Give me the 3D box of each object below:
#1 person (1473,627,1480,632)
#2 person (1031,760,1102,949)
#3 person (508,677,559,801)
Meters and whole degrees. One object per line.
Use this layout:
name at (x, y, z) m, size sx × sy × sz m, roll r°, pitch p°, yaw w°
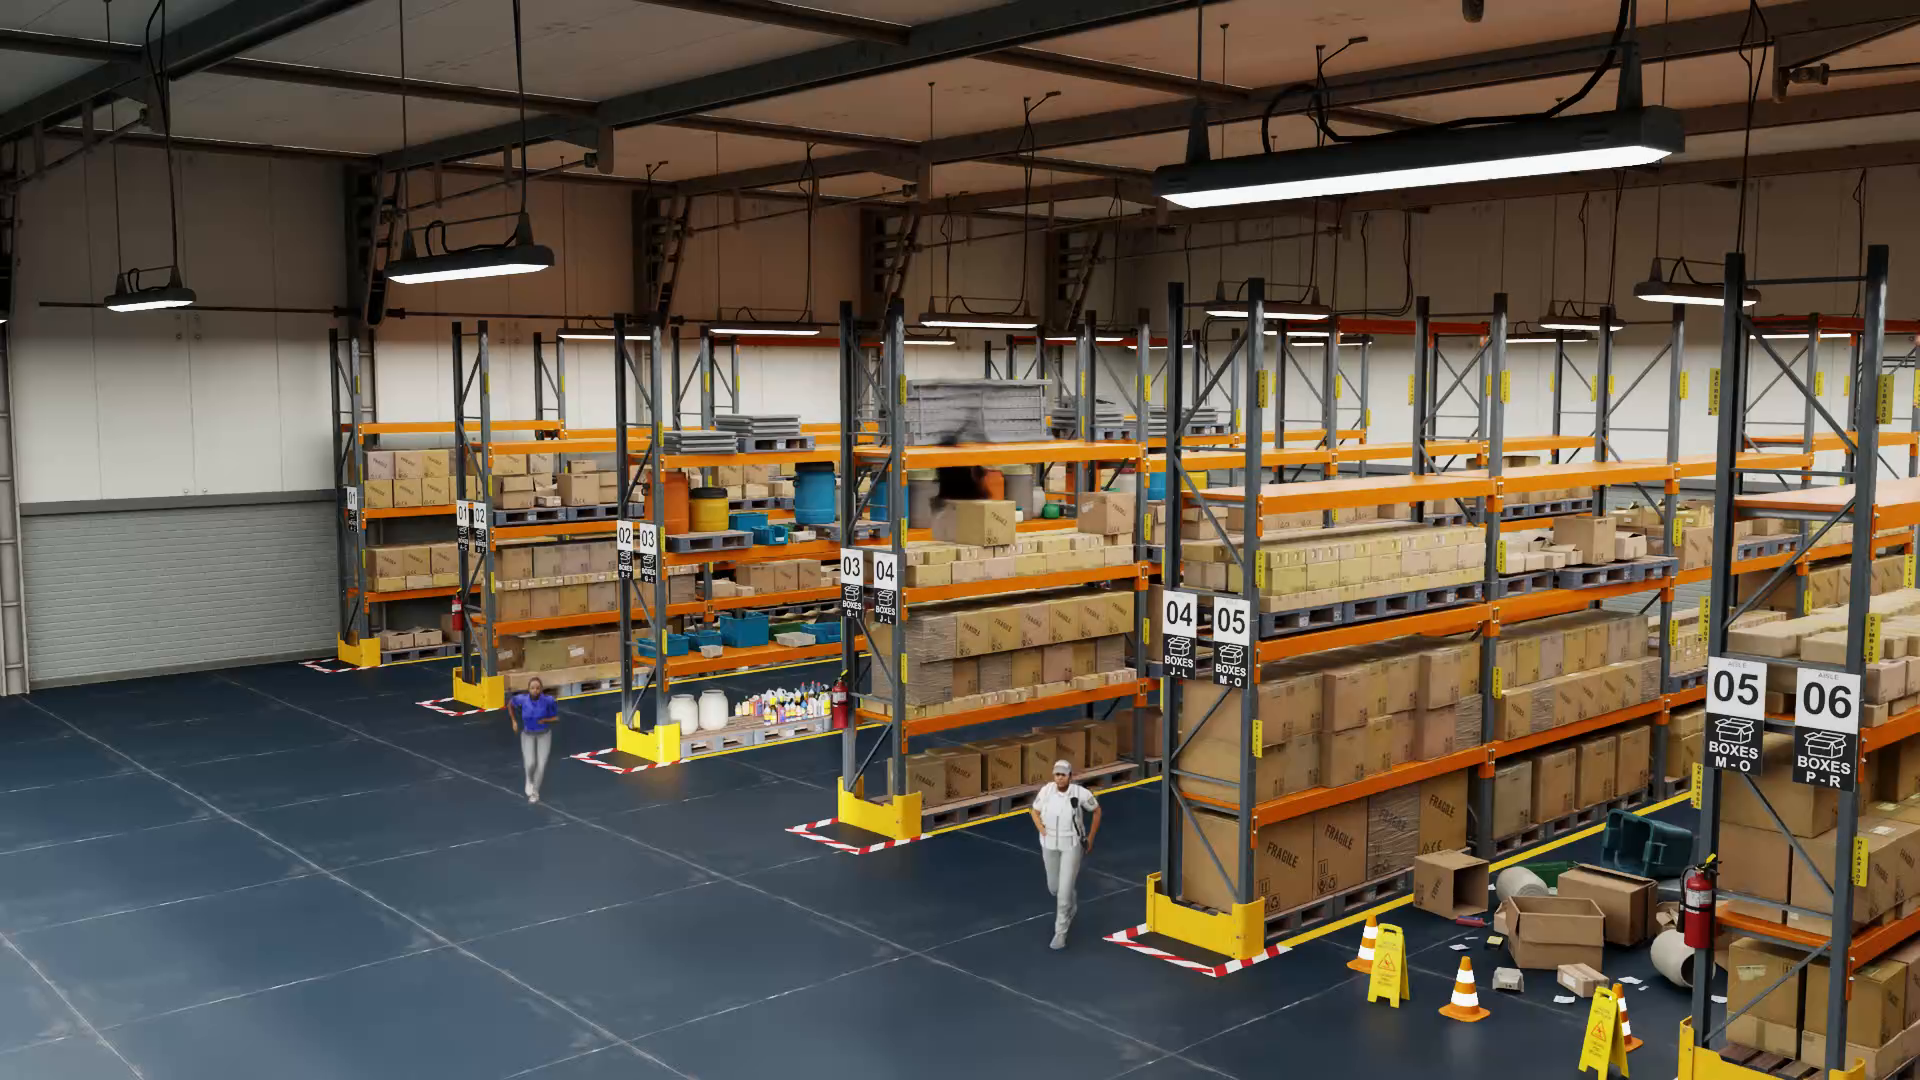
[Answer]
person at (7.728, 1.917, 24.199) m, size 0.746 × 1.816 × 0.661 m, roll -4°, pitch 7°, yaw -37°
person at (0.963, 2.842, 15.365) m, size 0.643 × 1.674 × 0.852 m, roll 2°, pitch 6°, yaw 22°
person at (-5.108, 2.410, 19.958) m, size 0.562 × 1.563 × 0.788 m, roll -2°, pitch 6°, yaw -19°
